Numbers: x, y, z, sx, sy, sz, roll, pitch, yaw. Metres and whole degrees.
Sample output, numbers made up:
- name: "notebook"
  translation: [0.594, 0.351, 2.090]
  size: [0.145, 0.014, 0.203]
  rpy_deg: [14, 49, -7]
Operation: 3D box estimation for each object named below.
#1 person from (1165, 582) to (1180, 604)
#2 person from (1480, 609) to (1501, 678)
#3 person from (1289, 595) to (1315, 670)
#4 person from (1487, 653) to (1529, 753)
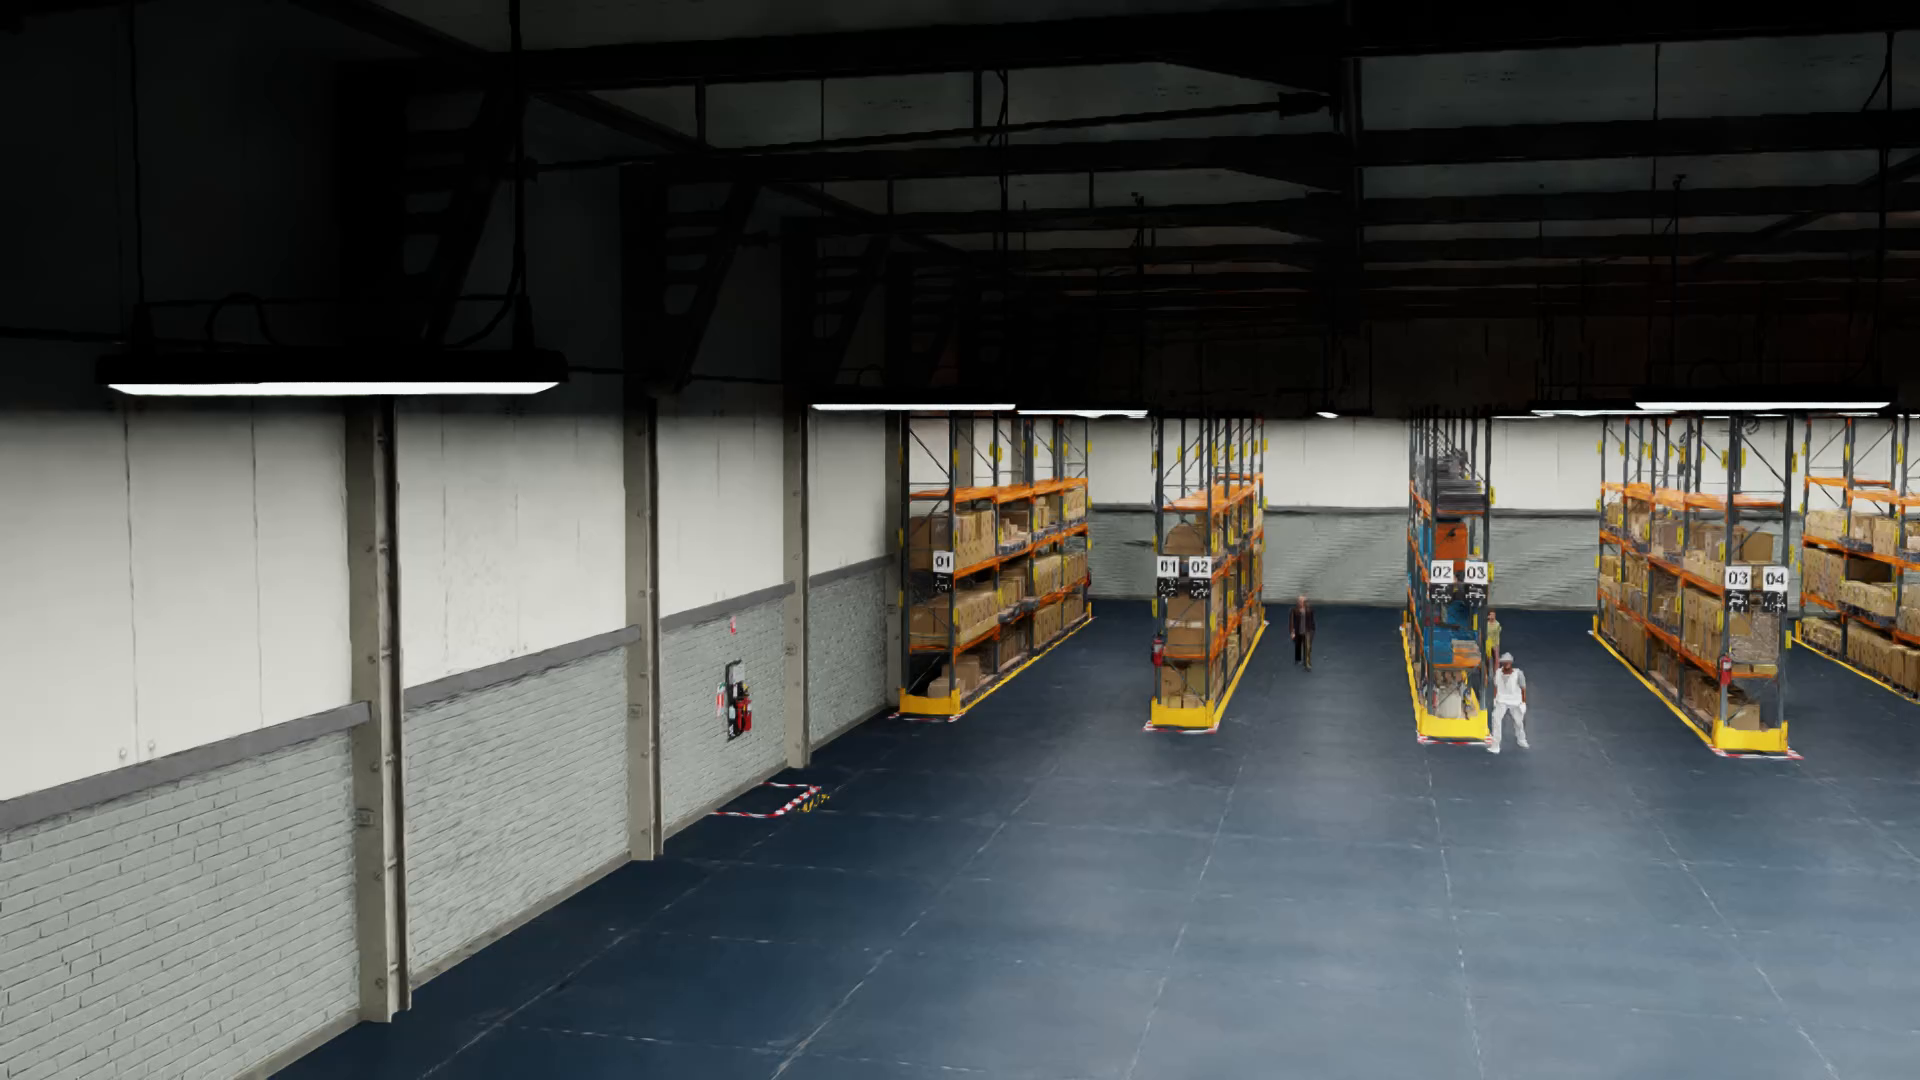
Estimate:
- name: "person"
  translation: [5.888, 1.583, 45.613]
  size: [0.553, 1.709, 1.123]
  rpy_deg: [1, 4, 16]
- name: "person"
  translation: [11.590, 2.299, 36.337]
  size: [0.449, 1.586, 1.098]
  rpy_deg: [1, 4, 11]
- name: "person"
  translation: [7.894, 2.102, 38.392]
  size: [0.600, 1.699, 1.182]
  rpy_deg: [1, 4, 11]
- name: "person"
  translation: [9.503, 2.801, 28.778]
  size: [0.607, 1.731, 0.984]
  rpy_deg: [3, 5, 34]
